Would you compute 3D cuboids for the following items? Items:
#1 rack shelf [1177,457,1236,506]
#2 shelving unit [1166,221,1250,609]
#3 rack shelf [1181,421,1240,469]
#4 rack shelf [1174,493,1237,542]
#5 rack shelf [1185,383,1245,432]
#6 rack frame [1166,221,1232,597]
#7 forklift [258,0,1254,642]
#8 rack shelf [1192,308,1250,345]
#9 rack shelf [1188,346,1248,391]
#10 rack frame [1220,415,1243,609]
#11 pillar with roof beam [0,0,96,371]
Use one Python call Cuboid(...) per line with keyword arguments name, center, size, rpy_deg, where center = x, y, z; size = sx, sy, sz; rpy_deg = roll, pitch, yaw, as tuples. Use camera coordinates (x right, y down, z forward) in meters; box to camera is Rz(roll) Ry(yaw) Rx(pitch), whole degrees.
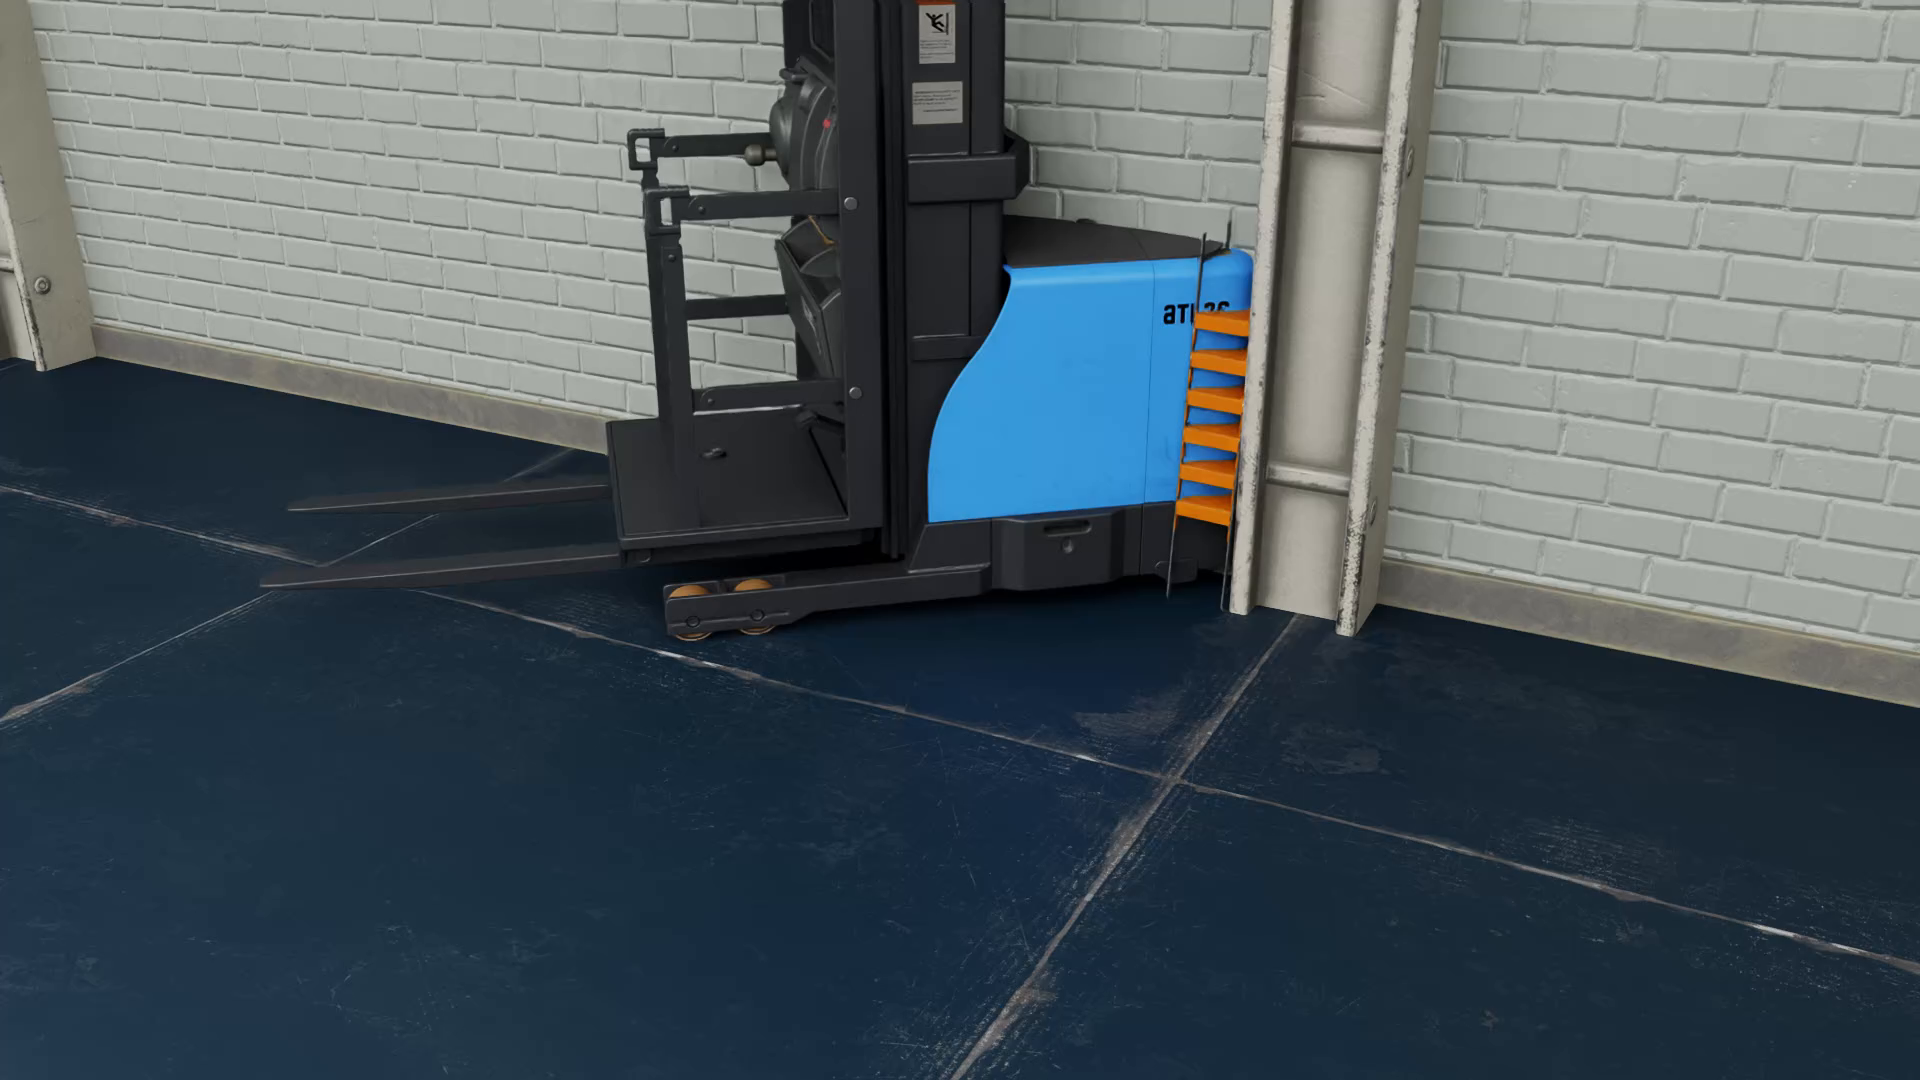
Cuboid(name="rack shelf", center=(0.818, -0.210, 5.231), size=(0.180, 0.103, 0.258), rpy_deg=(14, 25, 25))
Cuboid(name="shelving unit", center=(0.825, -0.362, 5.169), size=(0.189, 1.200, 0.258), rpy_deg=(14, 25, 25))
Cuboid(name="rack shelf", center=(0.823, -0.321, 5.186), size=(0.180, 0.103, 0.258), rpy_deg=(14, 25, 25))
Cuboid(name="rack shelf", center=(0.812, -0.098, 5.276), size=(0.180, 0.103, 0.258), rpy_deg=(14, 25, 25))
Cuboid(name="rack shelf", center=(0.828, -0.432, 5.141), size=(0.180, 0.103, 0.258), rpy_deg=(14, 25, 25))
Cuboid(name="rack frame", center=(0.745, -0.382, 5.208), size=(0.006, 1.200, 0.240), rpy_deg=(14, 25, 25))
Cuboid(name="forklift", center=(-0.653, -1.269, 4.989), size=(3.031, 2.935, 1.130), rpy_deg=(-5, 24, -12))
Cuboid(name="rack shelf", center=(0.839, -0.654, 5.051), size=(0.180, 0.103, 0.258), rpy_deg=(14, 25, 25))
Cuboid(name="rack shelf", center=(0.834, -0.543, 5.096), size=(0.180, 0.103, 0.258), rpy_deg=(14, 25, 25))
Cuboid(name="rack frame", center=(0.905, -0.342, 5.130), size=(0.006, 1.200, 0.240), rpy_deg=(14, 25, 25))
Cuboid(name="pillar with roof beam", center=(-6.207, -3.491, 2.459), size=(0.400, 9.000, 9.100), rpy_deg=(11, 25, 25))
